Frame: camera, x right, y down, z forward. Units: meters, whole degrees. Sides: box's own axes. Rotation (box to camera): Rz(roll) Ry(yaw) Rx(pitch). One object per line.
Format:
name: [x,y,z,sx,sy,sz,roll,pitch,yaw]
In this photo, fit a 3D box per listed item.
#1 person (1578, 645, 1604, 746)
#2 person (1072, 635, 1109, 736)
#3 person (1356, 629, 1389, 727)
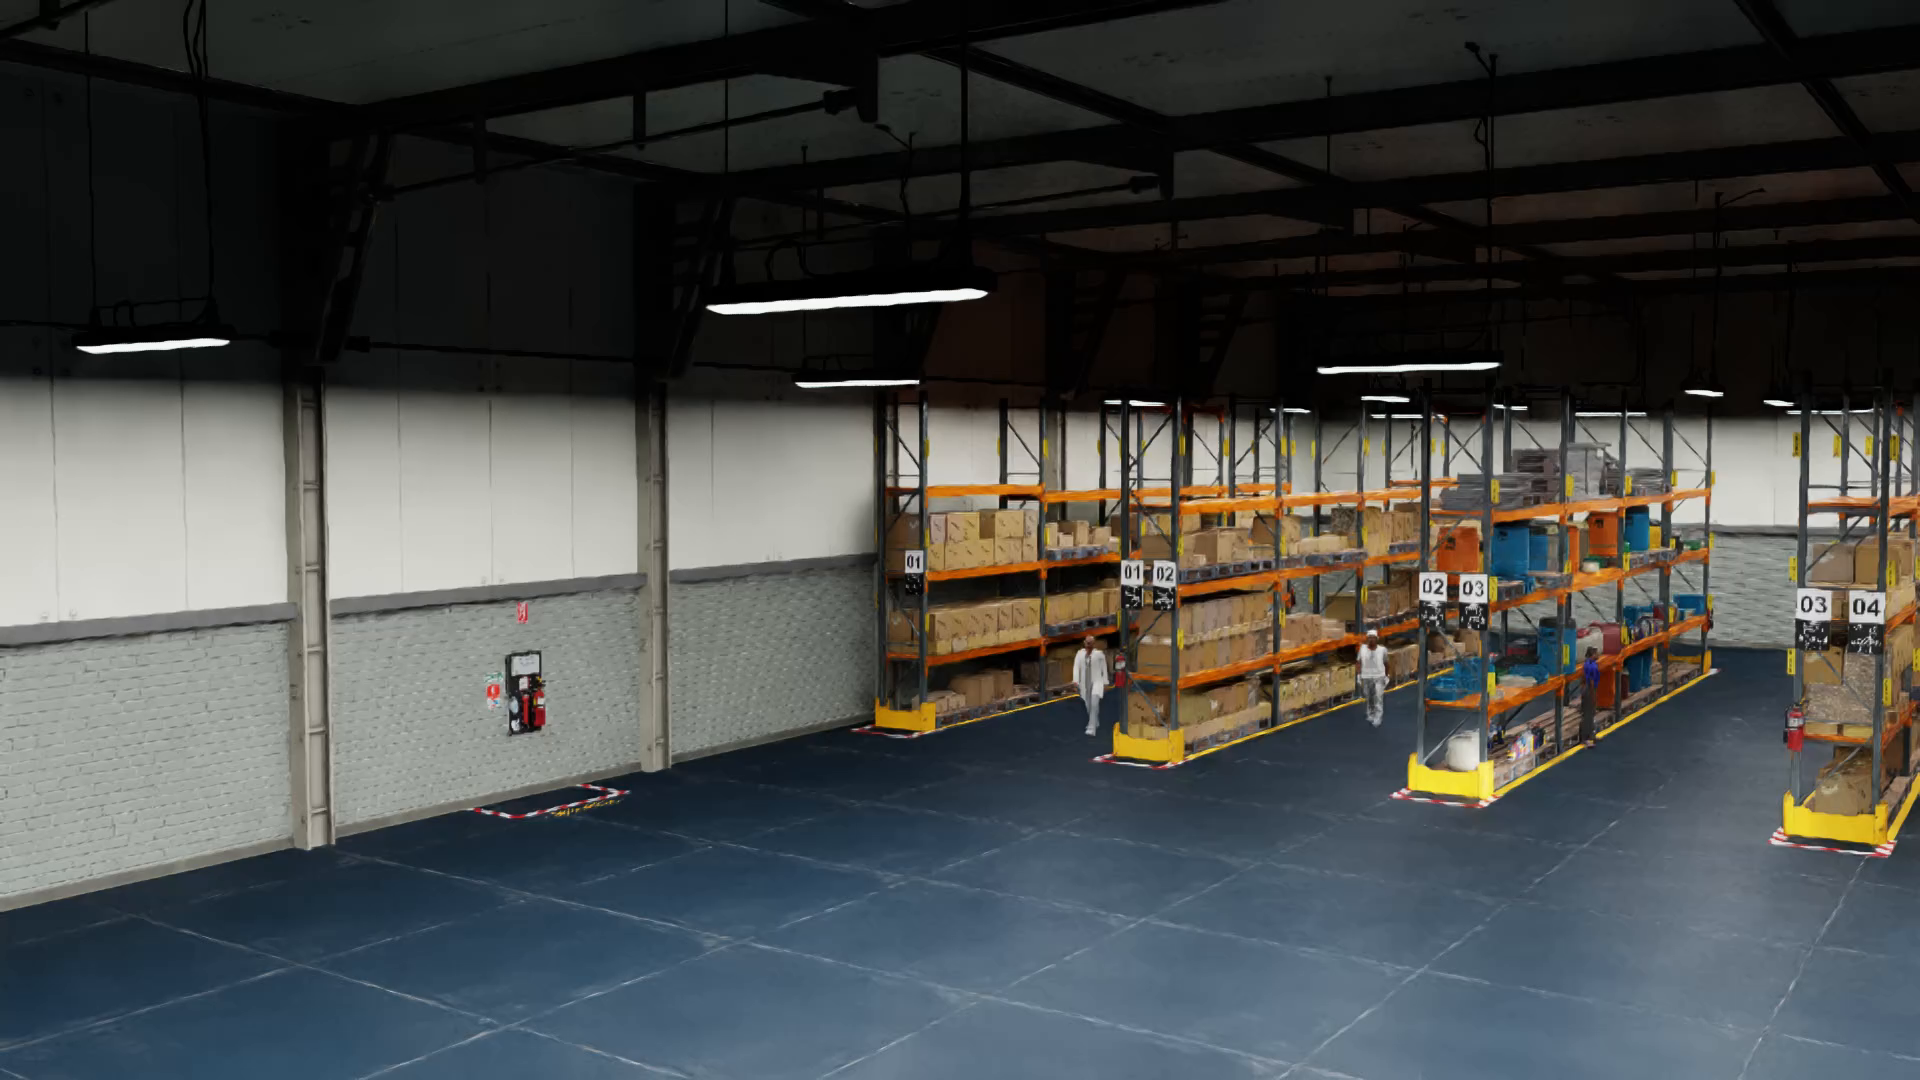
person: [10.650,2.649,28.001,0.441,1.577,0.552,1,3,16]
person: [2.262,2.515,29.054,0.580,1.715,1.104,2,4,26]
person: [7.423,2.465,29.978,0.553,1.724,1.029,2,4,26]
